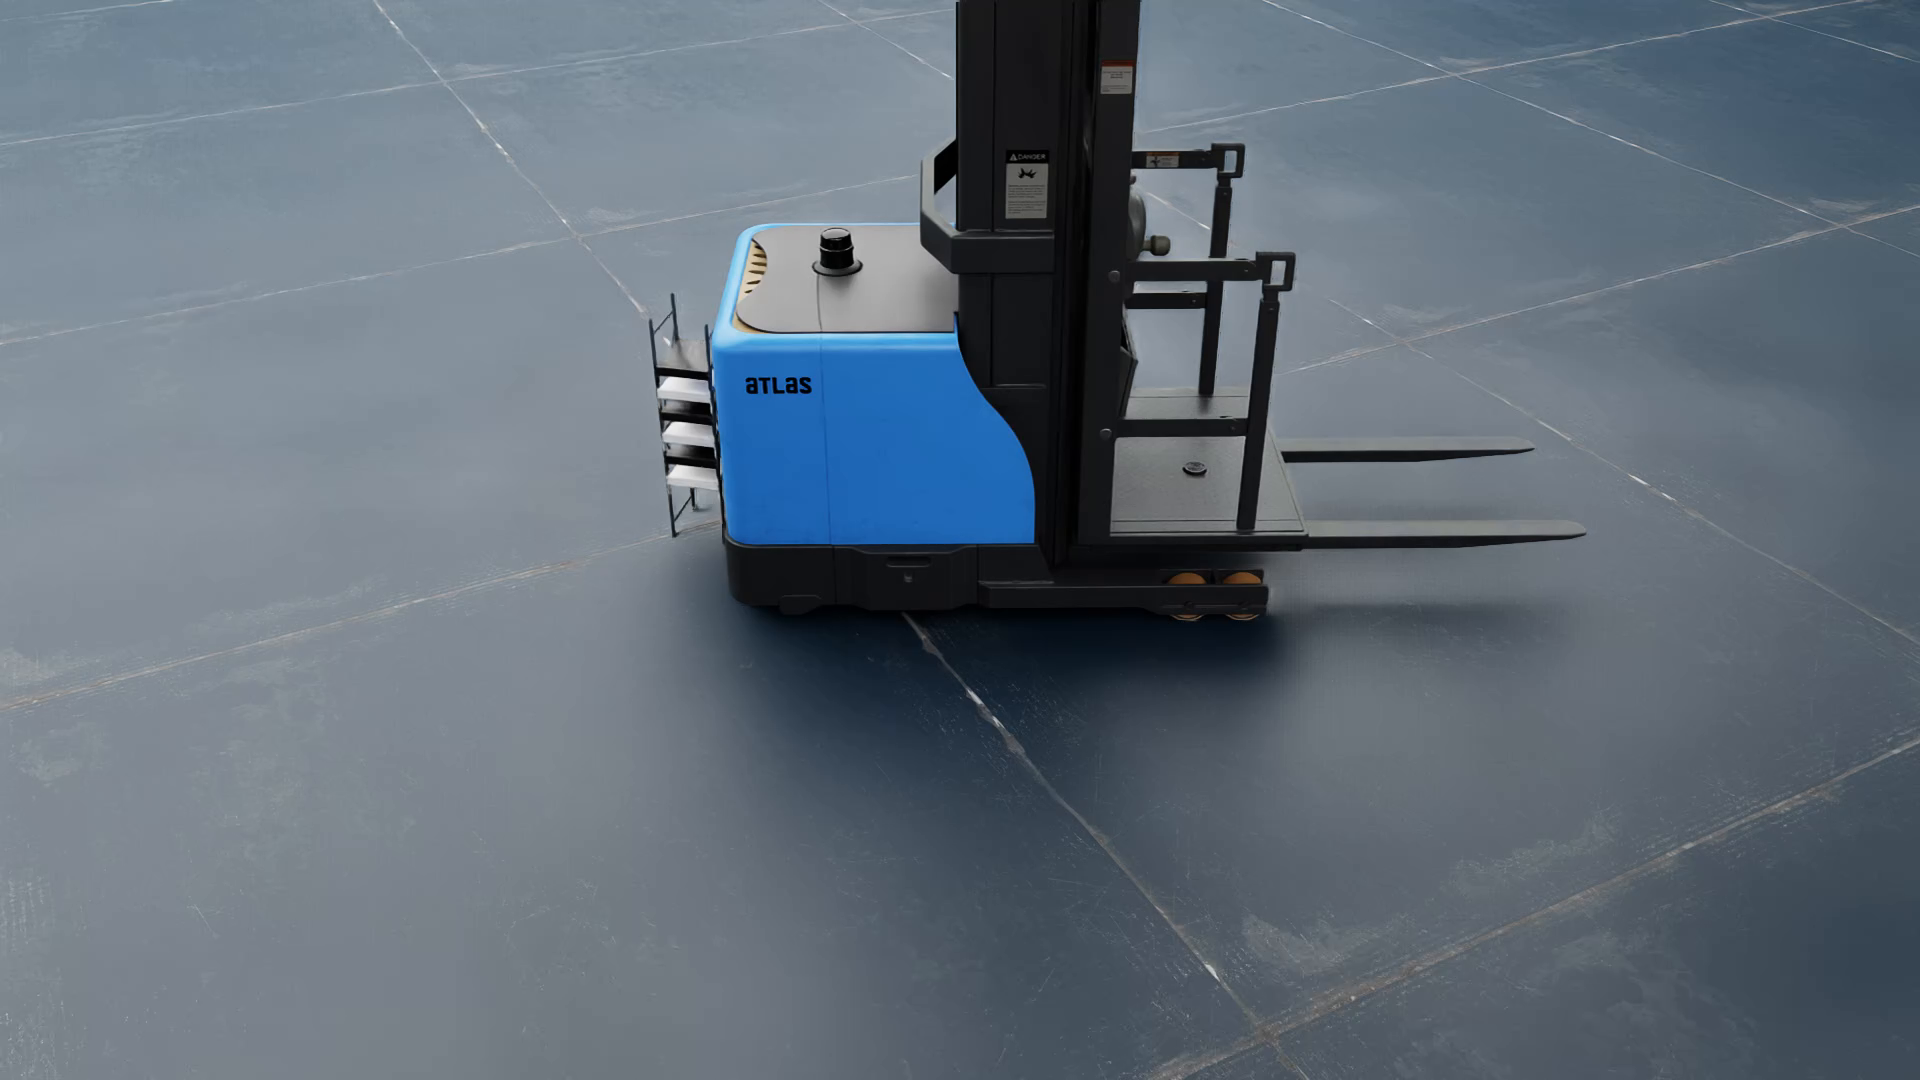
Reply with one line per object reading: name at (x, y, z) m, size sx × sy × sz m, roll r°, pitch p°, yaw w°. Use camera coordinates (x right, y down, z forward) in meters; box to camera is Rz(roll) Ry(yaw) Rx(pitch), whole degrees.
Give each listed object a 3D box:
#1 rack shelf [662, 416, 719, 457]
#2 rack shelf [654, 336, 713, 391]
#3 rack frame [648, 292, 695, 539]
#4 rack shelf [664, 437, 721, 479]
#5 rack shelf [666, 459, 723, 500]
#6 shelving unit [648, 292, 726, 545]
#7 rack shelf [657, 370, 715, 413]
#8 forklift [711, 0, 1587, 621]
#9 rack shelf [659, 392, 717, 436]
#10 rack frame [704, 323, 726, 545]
rack shelf at (-0.955, -0.407, 6.113) m, size 0.200 × 0.077 × 0.258 m, roll 7°, pitch 33°, yaw 10°
rack shelf at (-0.955, -0.635, 5.968) m, size 0.200 × 0.077 × 0.258 m, roll 7°, pitch 33°, yaw 10°
rack frame at (-1.054, -0.447, 6.113) m, size 0.006 × 0.900 × 0.240 m, roll 7°, pitch 33°, yaw 10°
rack shelf at (-0.955, -0.332, 6.162) m, size 0.200 × 0.077 × 0.258 m, roll 7°, pitch 33°, yaw 10°
rack shelf at (-0.955, -0.256, 6.210) m, size 0.200 × 0.077 × 0.258 m, roll 7°, pitch 33°, yaw 10°
shelving unit at (-0.955, -0.435, 6.095) m, size 0.210 × 0.900 × 0.258 m, roll 7°, pitch 33°, yaw 10°
rack shelf at (-0.955, -0.559, 6.016) m, size 0.200 × 0.077 × 0.258 m, roll 7°, pitch 33°, yaw 10°
forklift at (0.699, -1.239, 5.467) m, size 3.031 × 2.935 × 1.130 m, roll 0°, pitch 33°, yaw -1°
rack shelf at (-0.955, -0.483, 6.065) m, size 0.200 × 0.077 × 0.258 m, roll 7°, pitch 33°, yaw 10°
rack frame at (-0.856, -0.424, 6.077) m, size 0.006 × 0.900 × 0.240 m, roll 7°, pitch 33°, yaw 10°
